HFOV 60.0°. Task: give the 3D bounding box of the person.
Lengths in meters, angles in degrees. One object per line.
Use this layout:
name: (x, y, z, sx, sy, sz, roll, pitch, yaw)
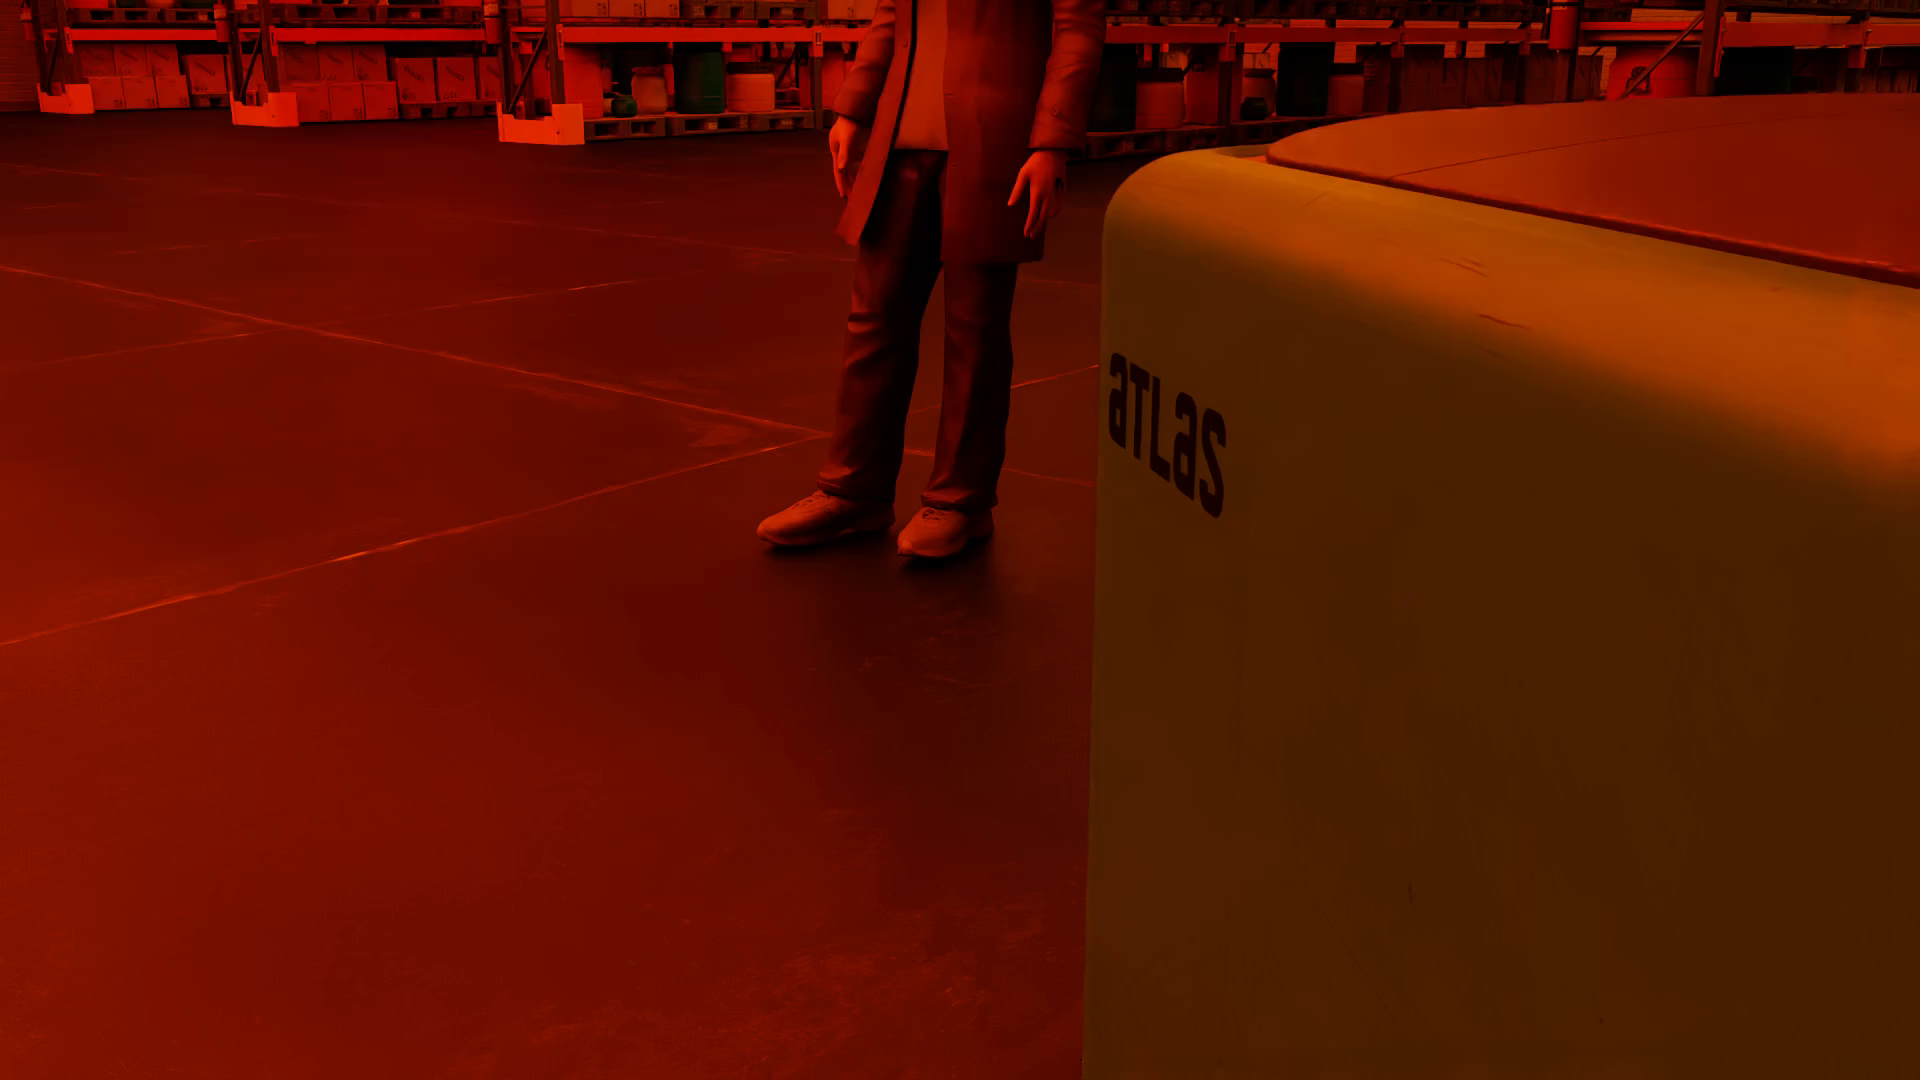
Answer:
person: (-0.061, -0.838, 3.618, 0.696, 1.775, 0.582, 13, 21, 37)
